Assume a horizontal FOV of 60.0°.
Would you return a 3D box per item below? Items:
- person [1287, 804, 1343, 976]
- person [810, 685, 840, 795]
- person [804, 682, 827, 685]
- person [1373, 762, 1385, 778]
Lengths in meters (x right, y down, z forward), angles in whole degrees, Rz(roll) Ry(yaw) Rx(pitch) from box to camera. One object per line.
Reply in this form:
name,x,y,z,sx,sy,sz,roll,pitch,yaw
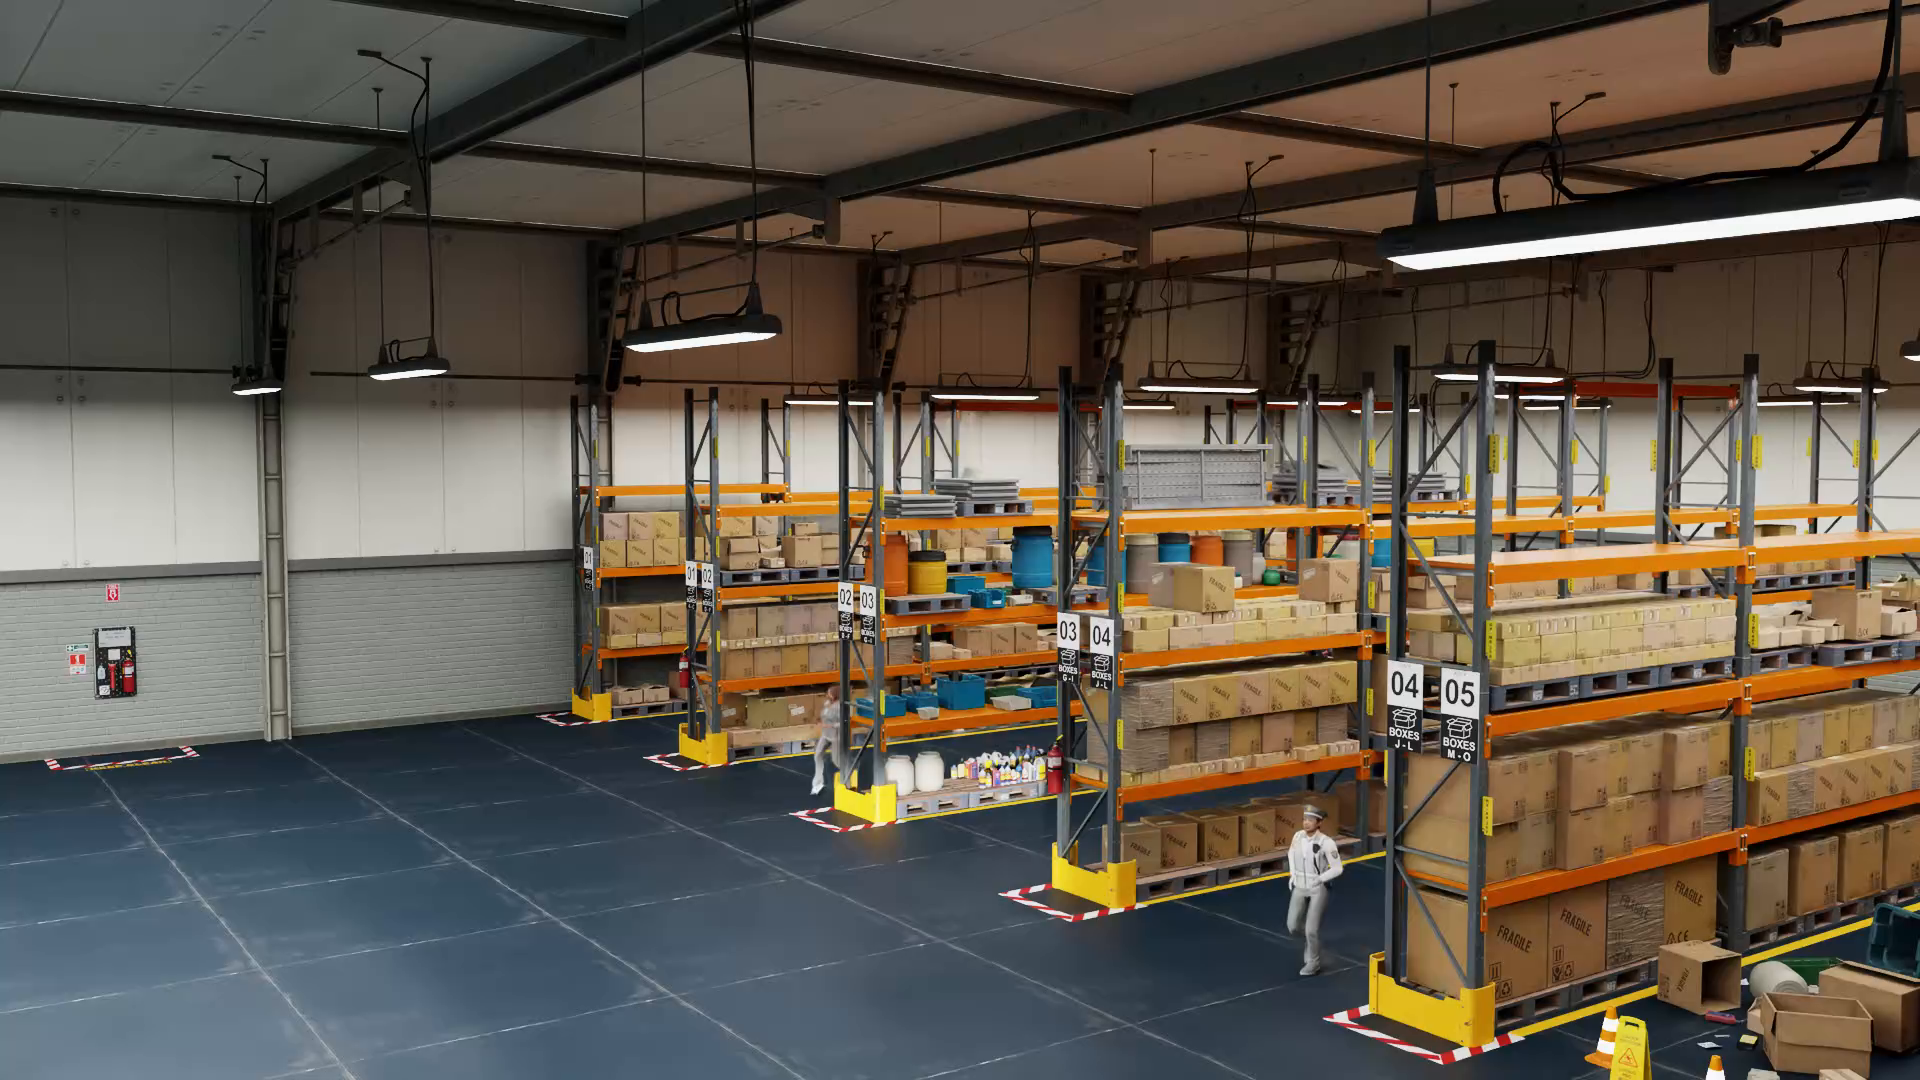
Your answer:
person,3.367,3.372,16.060,0.637,1.657,0.540,3,5,41
person,-1.820,2.930,24.351,0.551,1.640,0.736,3,5,44
person,-2.555,2.539,30.125,0.578,1.675,0.992,3,5,44
person,6.297,2.882,24.864,0.575,1.609,0.614,-3,5,-41
